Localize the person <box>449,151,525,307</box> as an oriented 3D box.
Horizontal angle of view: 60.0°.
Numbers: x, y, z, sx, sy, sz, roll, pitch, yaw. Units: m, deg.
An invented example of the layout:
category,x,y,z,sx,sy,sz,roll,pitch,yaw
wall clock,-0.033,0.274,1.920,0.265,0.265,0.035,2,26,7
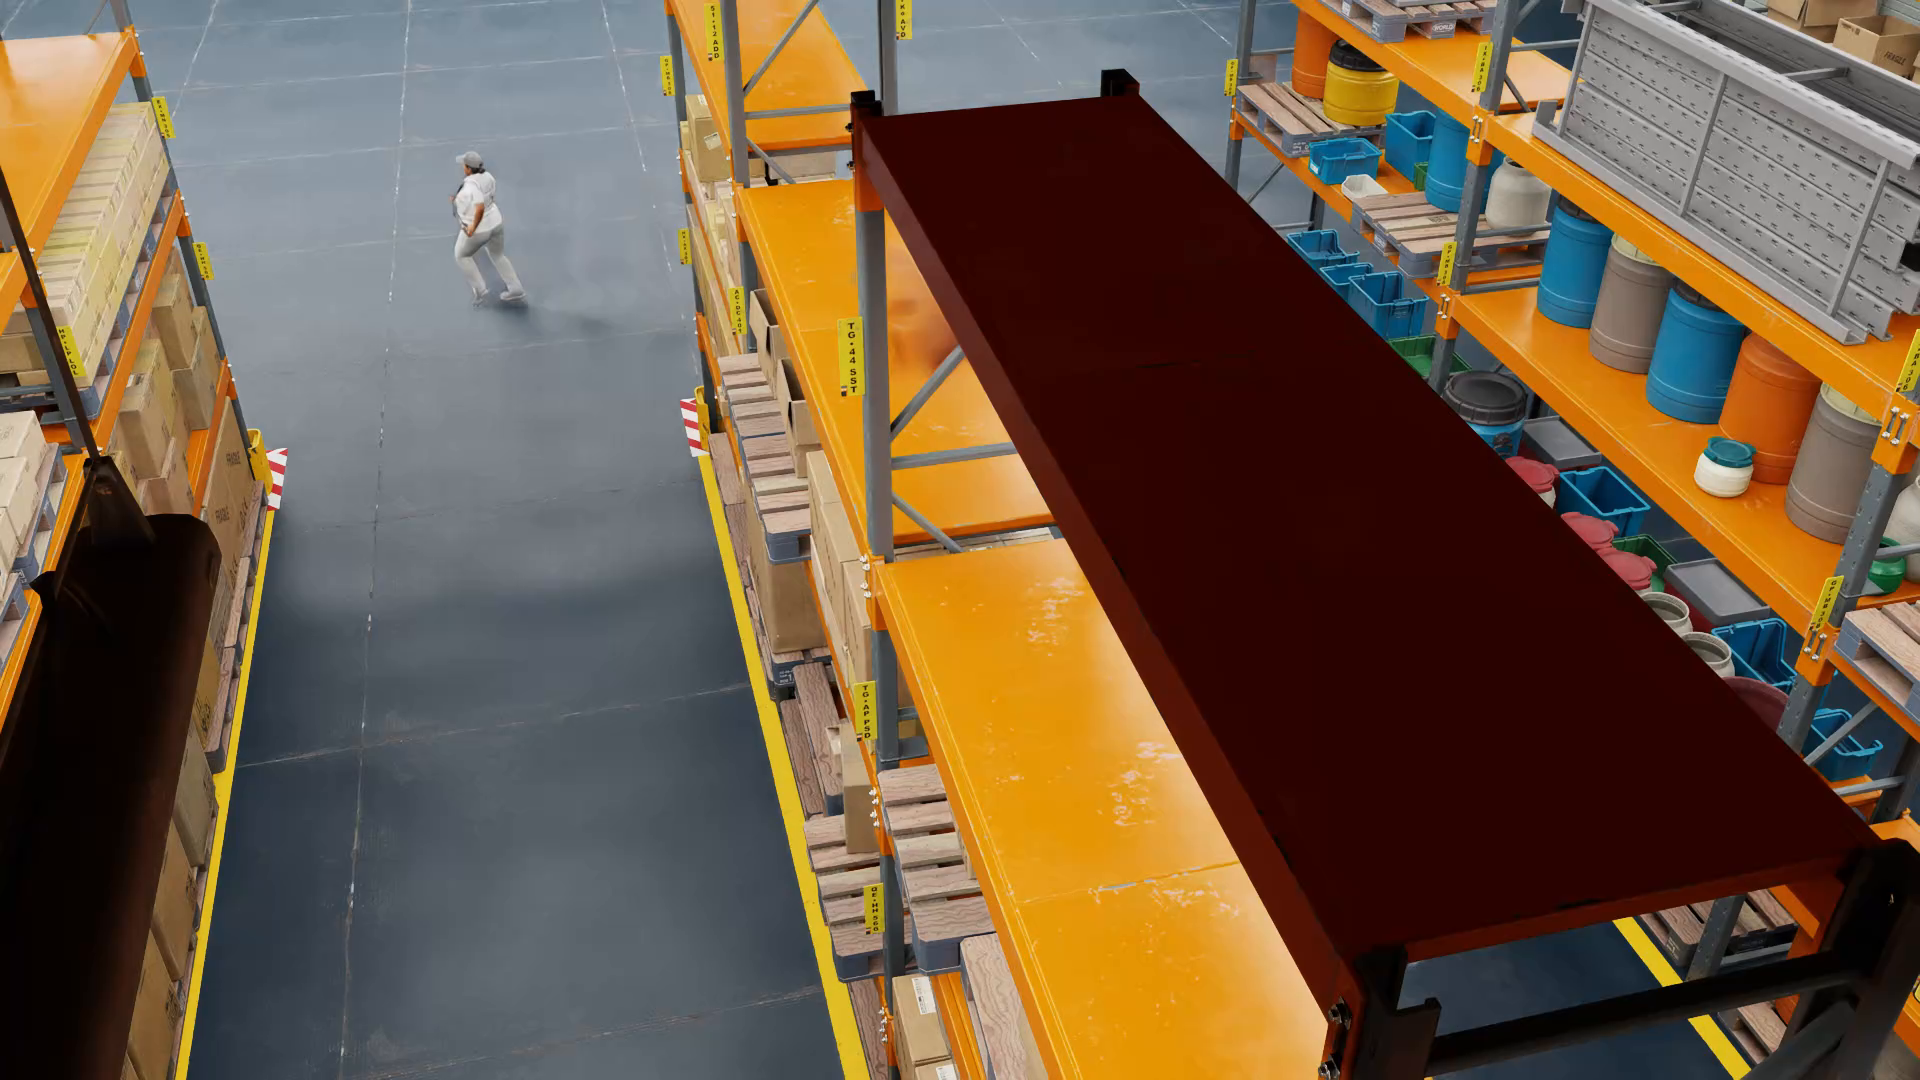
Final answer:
category,x,y,z,sx,sy,sz,roll,pitch,yaw
person,-4.989,-3.224,17.348,0.713,1.709,0.576,14,37,20
